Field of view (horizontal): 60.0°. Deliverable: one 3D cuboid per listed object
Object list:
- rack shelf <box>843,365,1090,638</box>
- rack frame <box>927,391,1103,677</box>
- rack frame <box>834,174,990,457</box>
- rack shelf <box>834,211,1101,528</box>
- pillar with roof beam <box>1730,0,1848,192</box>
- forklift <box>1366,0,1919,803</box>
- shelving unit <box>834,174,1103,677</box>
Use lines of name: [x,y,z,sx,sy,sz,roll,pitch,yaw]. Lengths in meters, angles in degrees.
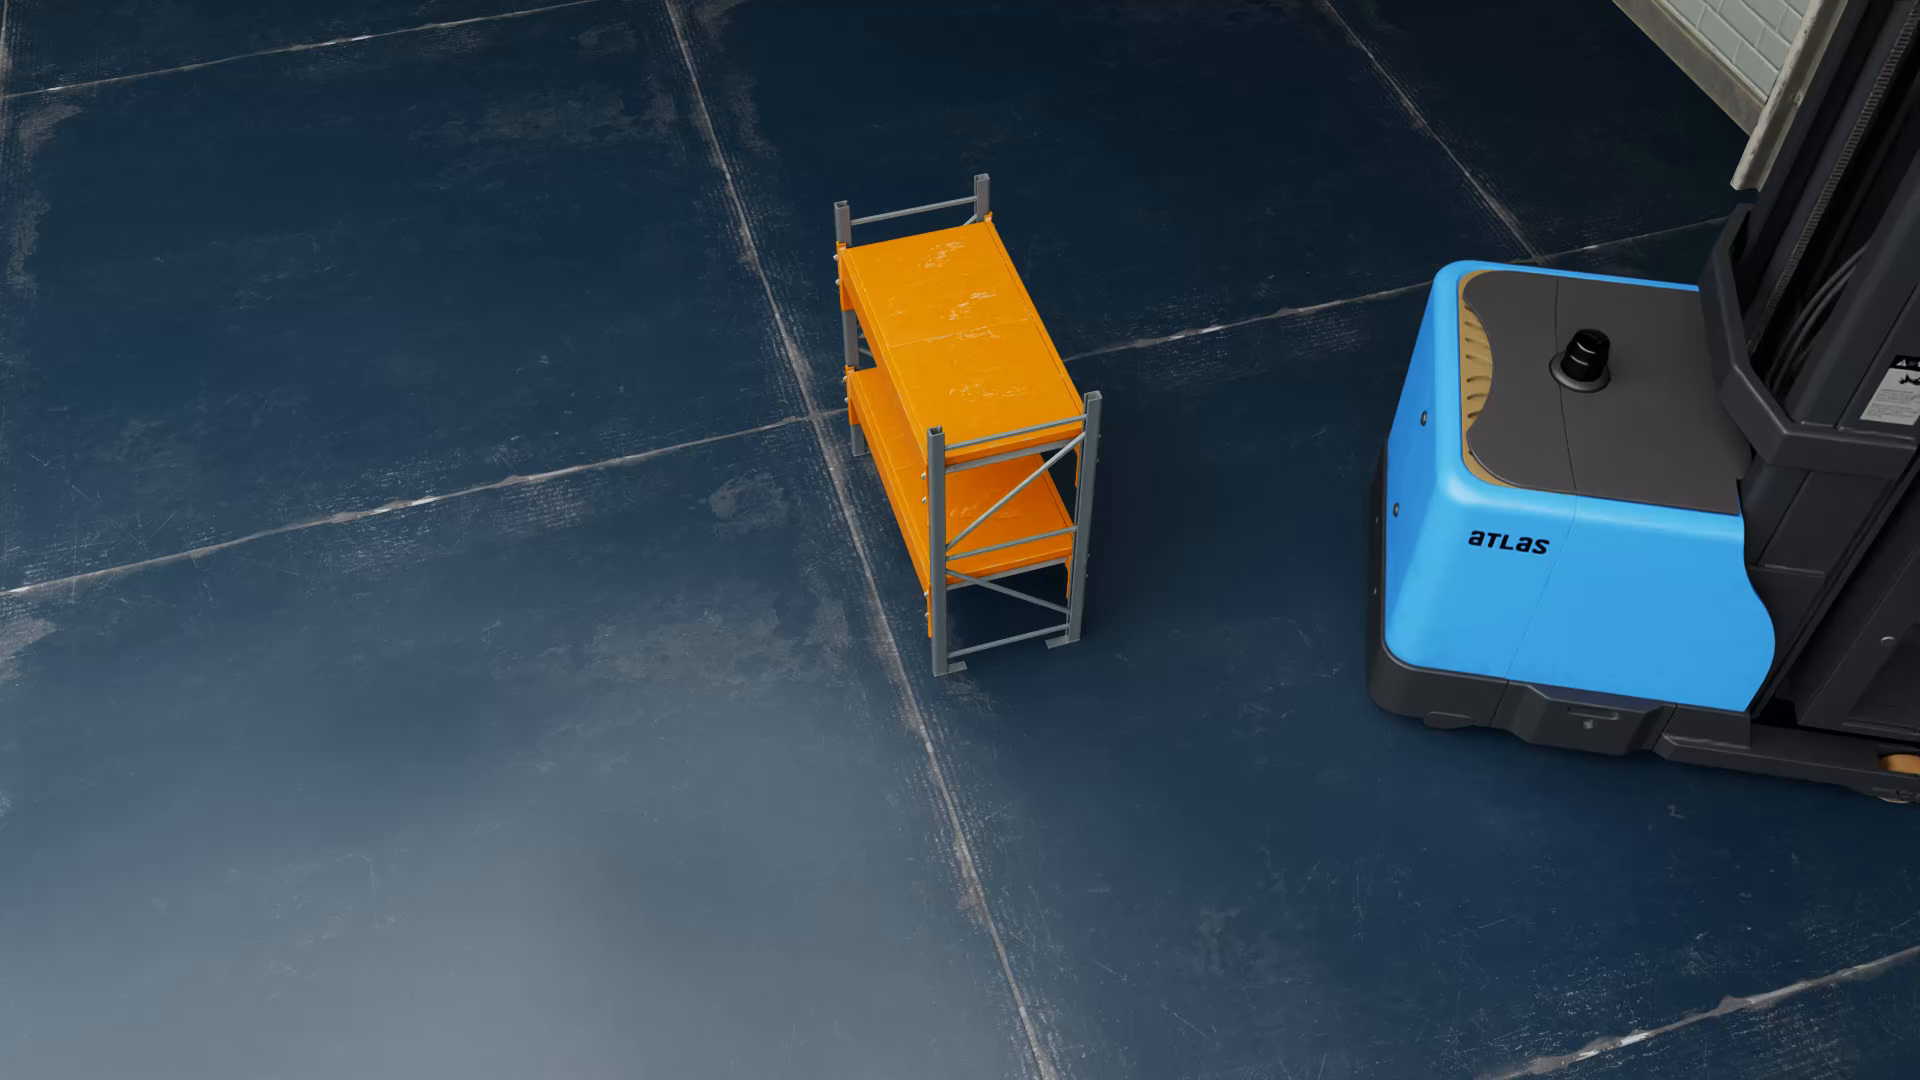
rack shelf: [0.002,-0.200,5.503,0.538,0.278,1.000,-13,51,-11]
rack frame: [0.152,0.014,5.003,0.500,1.125,0.032,-13,51,-11]
rack frame: [-0.148,-0.729,5.629,0.500,1.125,0.032,-13,51,-11]
rack shelf: [0.002,-0.546,5.092,0.538,0.278,1.000,-13,51,-11]
pillar with roof beam: [-0.659,-3.327,2.669,9.100,9.000,0.400,-13,51,-11]
forklift: [2.853,-0.560,4.305,3.031,2.935,1.130,8,50,6]
shelving unit: [0.002,-0.358,5.316,0.538,1.125,1.048,-13,51,-11]
